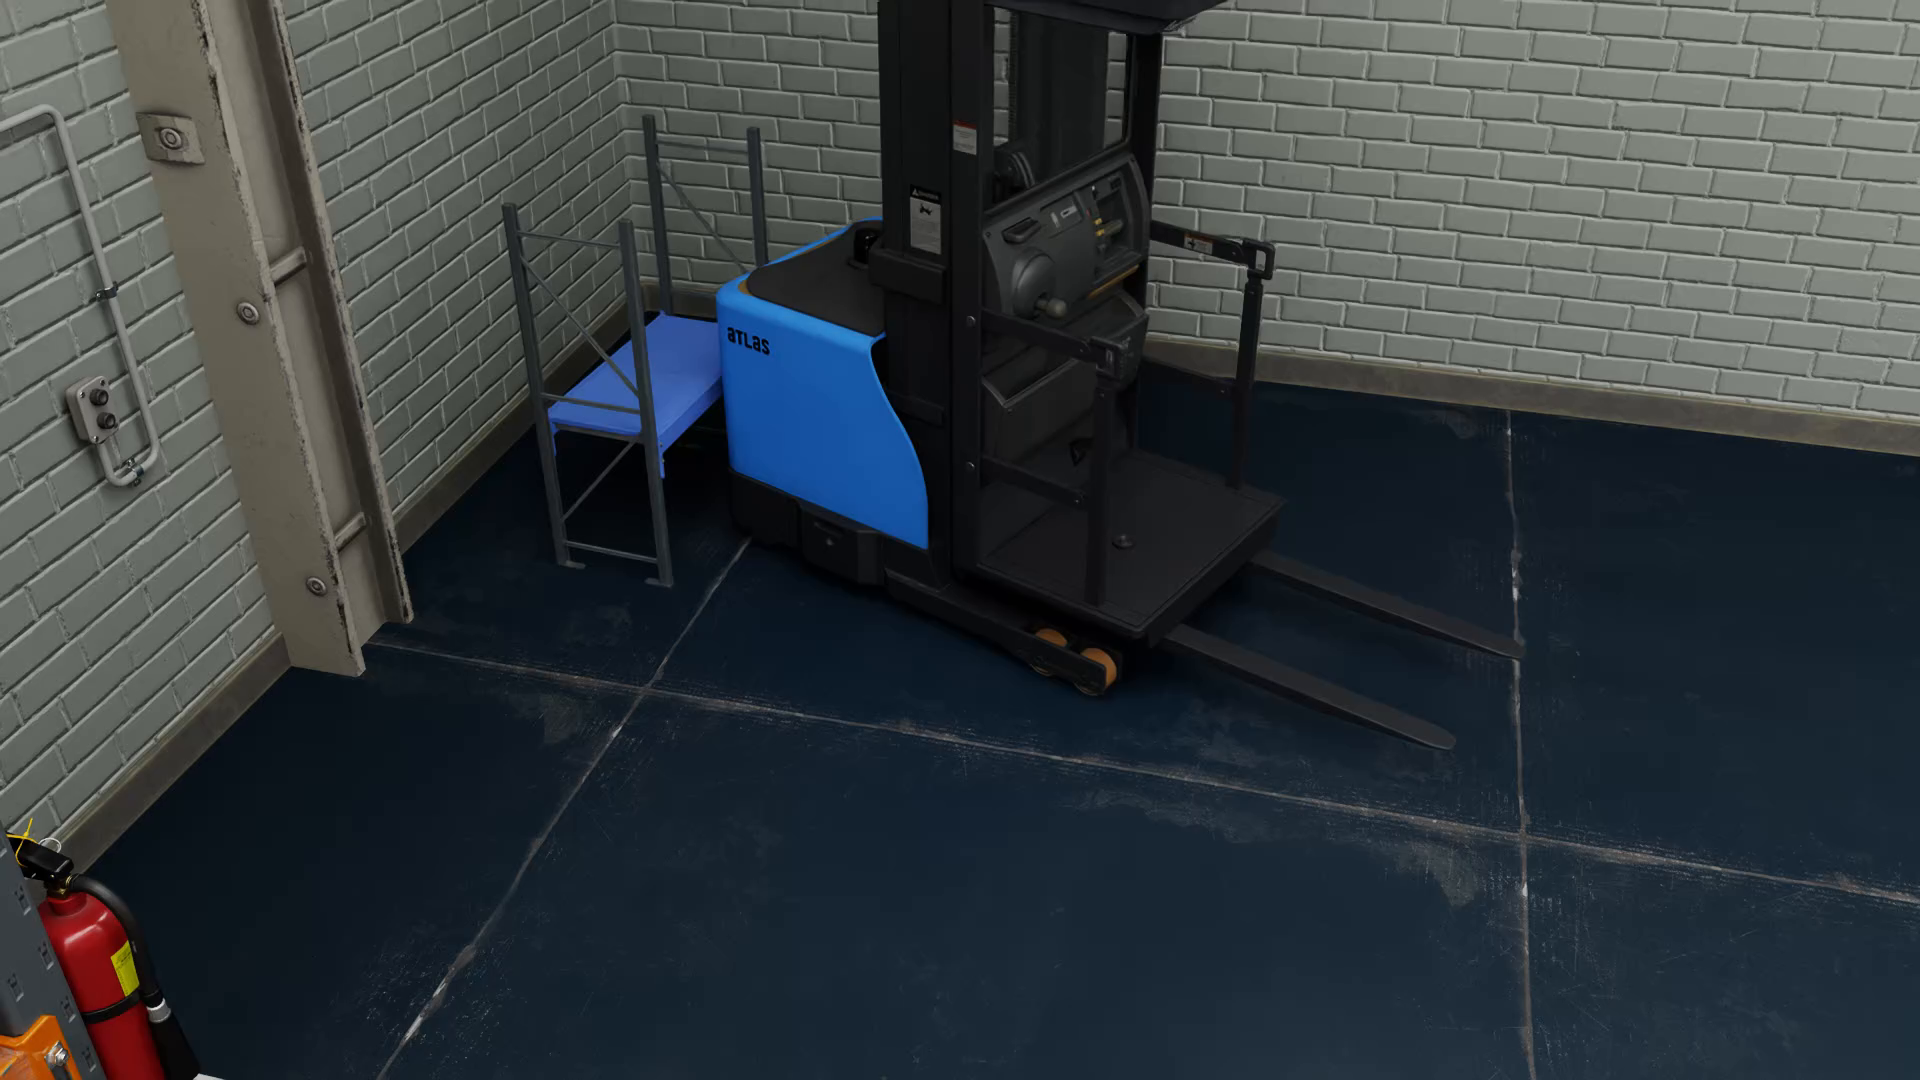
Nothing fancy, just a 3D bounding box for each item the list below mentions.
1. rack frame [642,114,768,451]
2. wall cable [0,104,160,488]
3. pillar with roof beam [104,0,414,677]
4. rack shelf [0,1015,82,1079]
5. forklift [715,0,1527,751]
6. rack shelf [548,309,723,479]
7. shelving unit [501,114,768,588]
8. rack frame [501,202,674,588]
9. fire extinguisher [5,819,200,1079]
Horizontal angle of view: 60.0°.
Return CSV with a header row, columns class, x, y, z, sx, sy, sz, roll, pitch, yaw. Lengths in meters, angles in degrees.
class,x,y,z,sx,sy,sz,roll,pitch,yaw
rack frame,-1.023,-1.013,6.946,0.500,1.500,0.032,11,34,16
wall cable,-2.701,-0.600,3.951,0.084,1.984,1.851,8,33,12
pillar with roof beam,1.902,-2.843,2.834,9.100,9.000,0.400,8,33,12
rack shelf,-2.618,1.963,1.536,1.077,0.370,4.000,8,33,12
forklift,0.545,-1.011,5.609,3.031,2.935,1.130,22,38,30
rack shelf,-1.190,-0.604,6.637,0.538,0.185,1.000,11,34,16
shelving unit,-1.190,-0.756,6.540,0.538,1.500,1.048,11,34,16
rack frame,-1.357,-0.498,6.135,0.500,1.500,0.032,11,34,16
fire extinguisher,-1.626,0.796,3.121,0.296,0.674,0.183,8,33,12
